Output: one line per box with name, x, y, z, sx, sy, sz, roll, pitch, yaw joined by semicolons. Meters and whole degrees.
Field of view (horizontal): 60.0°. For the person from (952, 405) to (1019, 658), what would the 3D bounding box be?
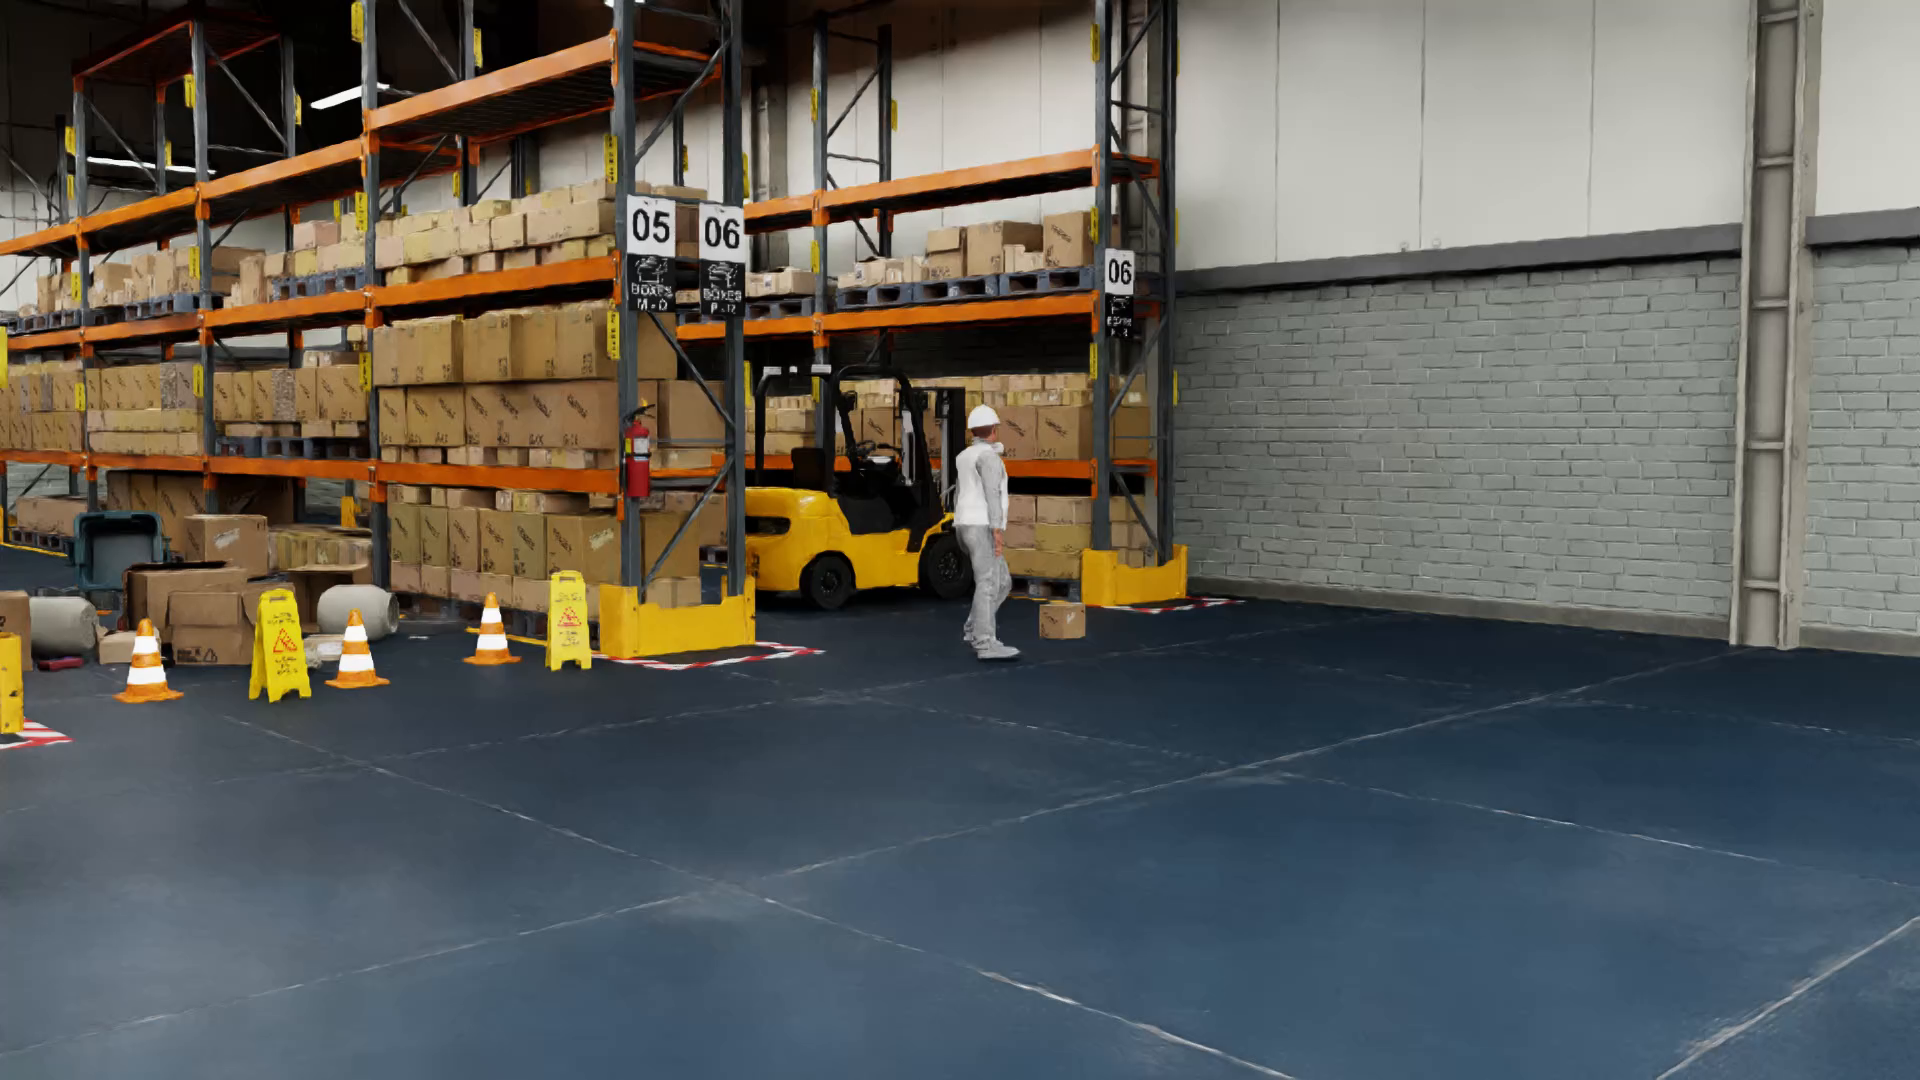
person;0.183;-0.073;11.682;0.426;1.747;0.657;-1;4;-18
